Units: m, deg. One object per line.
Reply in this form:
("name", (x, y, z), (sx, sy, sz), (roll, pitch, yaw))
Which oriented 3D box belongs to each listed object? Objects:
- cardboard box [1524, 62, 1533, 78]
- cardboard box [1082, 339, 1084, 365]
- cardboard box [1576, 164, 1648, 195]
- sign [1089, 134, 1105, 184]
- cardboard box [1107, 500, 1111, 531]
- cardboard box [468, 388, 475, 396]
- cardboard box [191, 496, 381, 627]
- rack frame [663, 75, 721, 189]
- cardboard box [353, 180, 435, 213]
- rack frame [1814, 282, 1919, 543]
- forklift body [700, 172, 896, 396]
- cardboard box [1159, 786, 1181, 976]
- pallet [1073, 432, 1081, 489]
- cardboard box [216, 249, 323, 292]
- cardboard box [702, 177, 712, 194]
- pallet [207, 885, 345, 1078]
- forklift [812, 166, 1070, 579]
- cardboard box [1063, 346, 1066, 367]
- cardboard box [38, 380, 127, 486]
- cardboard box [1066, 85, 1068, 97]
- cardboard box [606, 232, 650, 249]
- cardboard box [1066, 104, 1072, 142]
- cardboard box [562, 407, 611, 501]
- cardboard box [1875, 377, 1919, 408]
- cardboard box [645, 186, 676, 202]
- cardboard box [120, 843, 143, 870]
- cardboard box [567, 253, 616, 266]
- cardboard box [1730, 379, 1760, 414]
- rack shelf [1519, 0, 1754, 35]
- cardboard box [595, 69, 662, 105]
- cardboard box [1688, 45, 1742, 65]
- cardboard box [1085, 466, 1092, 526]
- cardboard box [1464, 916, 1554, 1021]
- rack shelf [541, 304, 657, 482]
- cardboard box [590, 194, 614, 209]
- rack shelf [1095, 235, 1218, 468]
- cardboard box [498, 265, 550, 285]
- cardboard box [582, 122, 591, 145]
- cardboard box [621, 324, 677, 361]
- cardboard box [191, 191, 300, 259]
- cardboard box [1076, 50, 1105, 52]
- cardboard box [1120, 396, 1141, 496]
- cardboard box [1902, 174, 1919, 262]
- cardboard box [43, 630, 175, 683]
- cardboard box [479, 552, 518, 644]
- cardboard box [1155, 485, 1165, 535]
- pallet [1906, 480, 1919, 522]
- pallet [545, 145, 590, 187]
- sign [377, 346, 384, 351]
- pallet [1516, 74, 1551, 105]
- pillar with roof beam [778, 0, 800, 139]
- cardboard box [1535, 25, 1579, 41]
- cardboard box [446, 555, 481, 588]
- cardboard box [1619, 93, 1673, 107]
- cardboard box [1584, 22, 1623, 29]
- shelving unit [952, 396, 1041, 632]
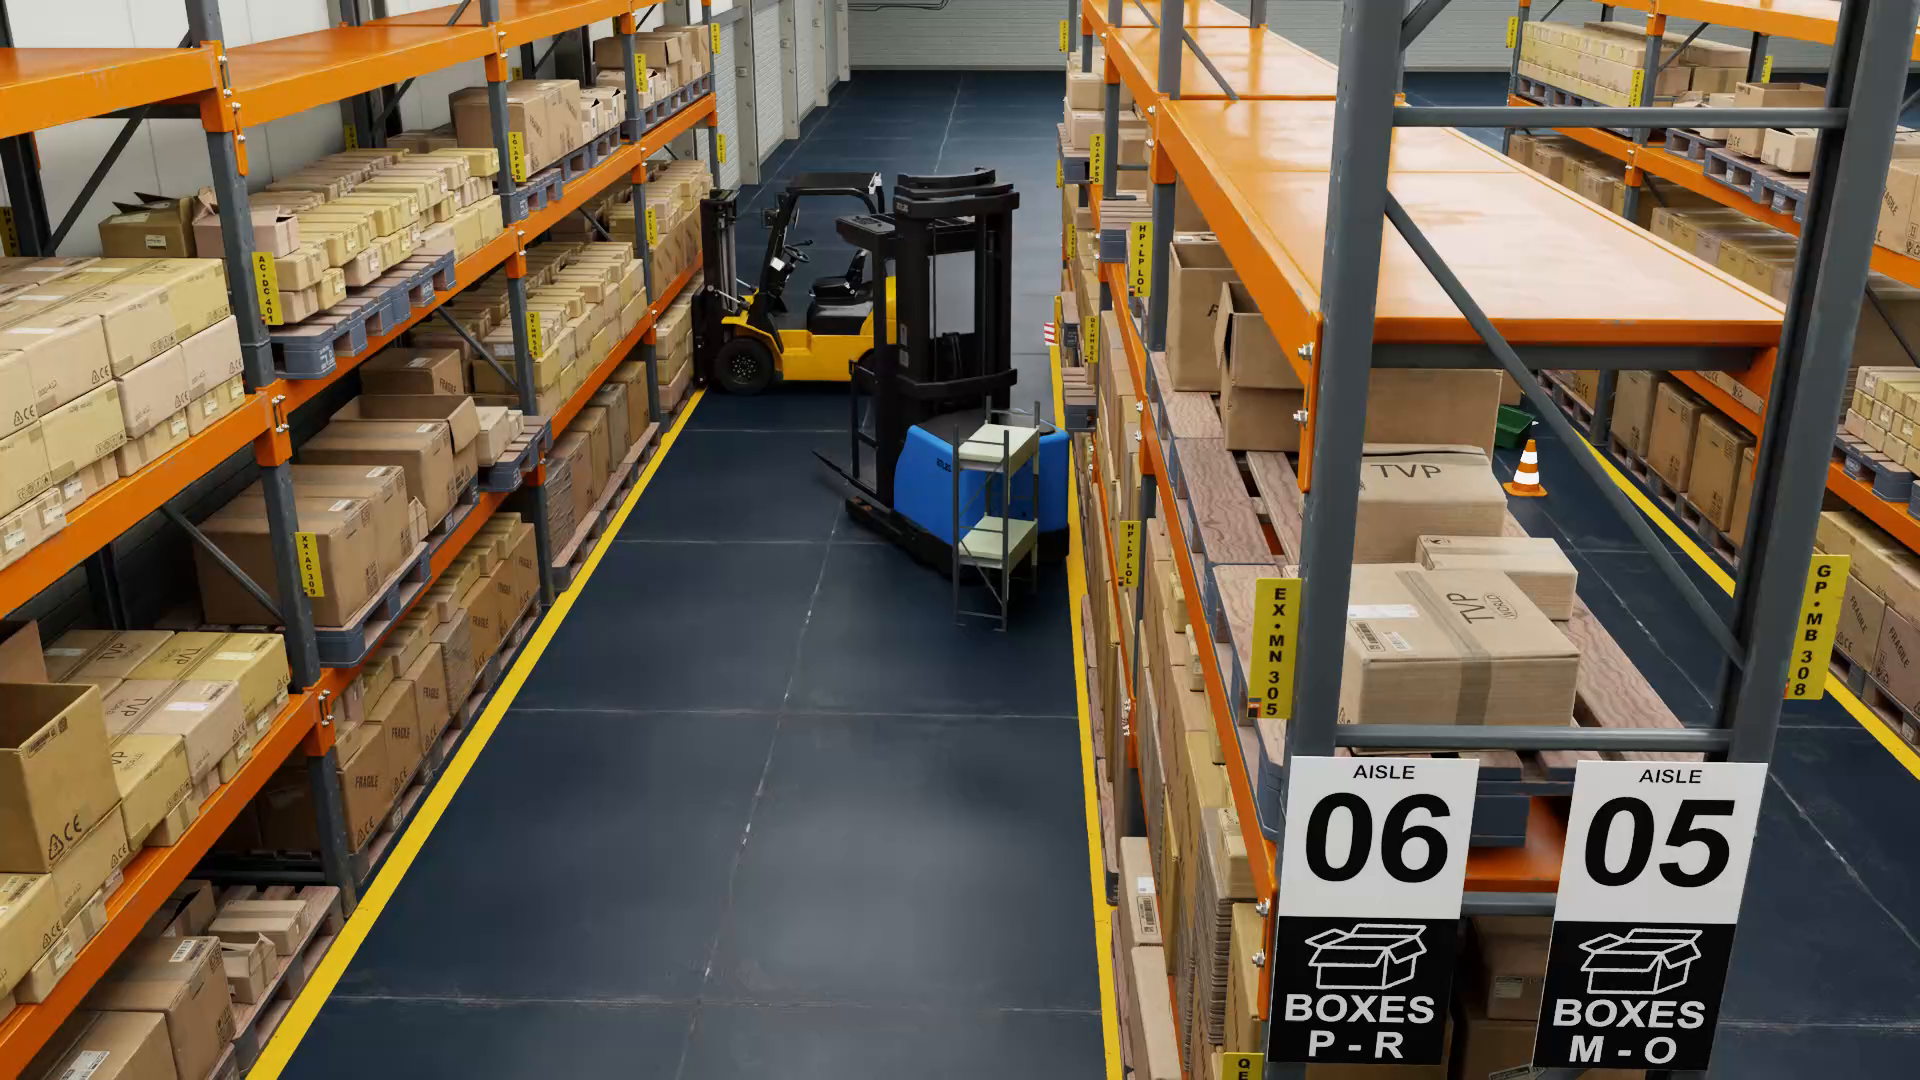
("cardboard box", (6.310, -5.061, 17.907), (0.380, 0.149, 0.250), (1, 21, 2))
("cardboard box", (1.137, -1.455, 12.899), (0.380, 0.149, 0.250), (1, 21, 3))
("cardboard box", (6.626, -3.404, 16.454), (0.875, 0.550, 0.550), (1, 21, 2))
("sign", (0.911, -2.521, 11.019), (0.100, 0.325, 0.005), (1, 21, 2))
("cardboard box", (1.168, -0.256, 10.248), (0.500, 0.250, 0.500), (1, 21, 3))
("cardboard box", (-3.750, -1.024, 12.228), (0.500, 0.250, 0.500), (0, 21, 0))
("cardboard box", (-3.391, 0.103, 8.398), (0.700, 0.500, 0.500), (1, 21, 3))
("rack frame", (-3.264, -3.821, 19.230), (1.000, 3.000, 0.127), (1, 21, 2))
("cardboard box", (-3.262, -1.985, 9.596), (0.380, 0.149, 0.250), (1, 21, 2))
("rack frame", (6.405, -0.857, 11.592), (1.000, 3.000, 0.127), (1, 21, 2))
("forklift body", (-1.499, -2.720, 17.565), (2.313, 2.155, 1.214), (1, 21, 2))
("cardboard box", (0.999, 1.239, 6.050), (0.500, 0.500, 0.500), (1, 21, 3))
("pallet", (1.553, -0.740, 15.144), (1.003, 0.211, 1.213), (1, 21, 2))
("cardboard box", (-3.182, -1.248, 7.669), (0.380, 0.149, 0.250), (1, 21, 3))
("cardboard box", (-2.973, -3.949, 18.524), (0.380, 0.149, 0.250), (1, 21, 2))
("pallet", (-3.651, 2.066, 7.912), (1.003, 0.211, 1.213), (1, 21, 2))
("forklift", (-0.307, -1.563, 13.505), (1.130, 2.935, 3.031), (-12, 24, -27))
("cardboard box", (1.369, -2.011, 17.786), (0.500, 0.250, 0.500), (2, 21, 5))
("cardboard box", (-3.426, -0.399, 6.060), (0.500, 0.250, 0.500), (1, 21, 3))
("cardboard box", (1.362, -4.933, 18.296), (0.380, 0.149, 0.250), (1, 21, 2))
("cardboard box", (-3.113, -2.836, 15.657), (0.380, 0.149, 0.250), (0, 21, 1))
("cardboard box", (1.142, -3.455, 13.768), (0.500, 0.250, 0.500), (0, 21, 1))
("cardboard box", (-3.443, -0.722, 13.946), (0.875, 0.625, 0.625), (0, 21, -1))
("cardboard box", (6.191, -0.951, 10.778), (0.380, 0.149, 0.250), (0, 21, 0))
("cardboard box", (-3.130, -3.531, 17.037), (0.380, 0.149, 0.250), (1, 21, 2))
("cardboard box", (-3.491, 1.221, 6.583), (0.380, 0.149, 0.250), (1, 21, 2))
("cardboard box", (-3.224, -2.416, 14.575), (0.380, 0.149, 0.250), (1, 21, 2))
("cardboard box", (6.166, -1.250, 12.466), (0.500, 0.500, 0.500), (1, 21, 2))
("rack shelf", (6.587, -5.302, 16.300), (1.077, 0.370, 4.000), (1, 21, 2))
("cardboard box", (-3.117, -4.272, 15.650), (0.500, 0.311, 0.500), (1, 21, 3))
("cardboard box", (6.884, -4.419, 15.151), (0.380, 0.149, 0.250), (0, 21, 1))
("cardboard box", (1.495, -0.317, 13.251), (0.950, 0.372, 0.625), (0, 21, 1))
("cardboard box", (1.498, 1.077, 4.190), (0.380, 0.149, 0.250), (1, 21, 3))
("rack shelf", (-3.447, -1.316, 13.769), (1.077, 0.370, 4.000), (1, 21, 2))
("cardboard box", (-3.662, -3.352, 16.575), (0.380, 0.149, 0.250), (0, 21, 1))
("rack shelf", (1.393, -1.215, 9.362), (1.077, 0.370, 4.000), (1, 21, 2))
("cardboard box", (-3.700, -2.230, 14.094), (0.380, 0.149, 0.250), (1, 21, 2))
("cardboard box", (-3.139, -3.219, 13.159), (0.380, 0.149, 0.250), (0, 21, 1))
("cardboard box", (-3.058, -1.926, 16.185), (0.500, 0.250, 0.500), (0, 21, 1))
("cardboard box", (-3.271, -1.443, 7.598), (0.396, 0.266, 0.258), (0, 21, 1))
("cardboard box", (1.421, -5.113, 17.659), (0.380, 0.149, 0.250), (1, 21, 2))
("cardboard box", (1.138, -0.476, 9.089), (0.500, 0.500, 0.500), (1, 21, 3))
("cardboard box", (6.113, -1.918, 10.040), (0.500, 0.500, 0.500), (1, 21, 2))
("cardboard box", (-3.914, 0.625, 7.567), (0.500, 0.250, 0.500), (0, 21, 1))
("cardboard box", (-3.331, 0.377, 11.285), (0.500, 0.500, 0.500), (0, 21, 1))
("cardboard box", (1.063, -0.133, 7.307), (0.380, 0.149, 0.250), (0, 21, 1))
("pallet", (6.385, -0.052, 9.780), (1.003, 0.211, 1.213), (1, 21, 2))
("pallet", (-3.545, -2.890, 12.944), (1.003, 0.211, 1.213), (2, 21, 4))
("sign", (-4.063, -1.473, 11.578), (0.100, 0.325, 0.005), (1, 21, 2))
("pallet", (6.636, -4.839, 17.828), (1.003, 0.211, 1.213), (1, 21, 2))
("pillar with roof beam", (0.664, -12.837, 34.173), (9.100, 9.000, 0.400), (1, 21, 2))
("cardboard box", (6.304, -5.345, 17.537), (0.380, 0.149, 0.250), (0, 21, 1))
("cardboard box", (-3.352, 0.209, 10.822), (0.380, 0.149, 0.250), (1, 21, 3))
("cardboard box", (6.218, -3.962, 15.076), (0.380, 0.149, 0.250), (1, 21, 1))
("cardboard box", (6.977, -5.520, 17.987), (0.380, 0.149, 0.250), (1, 21, 2))
("shelving unit", (0.263, -0.194, 11.955), (0.431, 1.500, 0.755), (7, 22, 18))
